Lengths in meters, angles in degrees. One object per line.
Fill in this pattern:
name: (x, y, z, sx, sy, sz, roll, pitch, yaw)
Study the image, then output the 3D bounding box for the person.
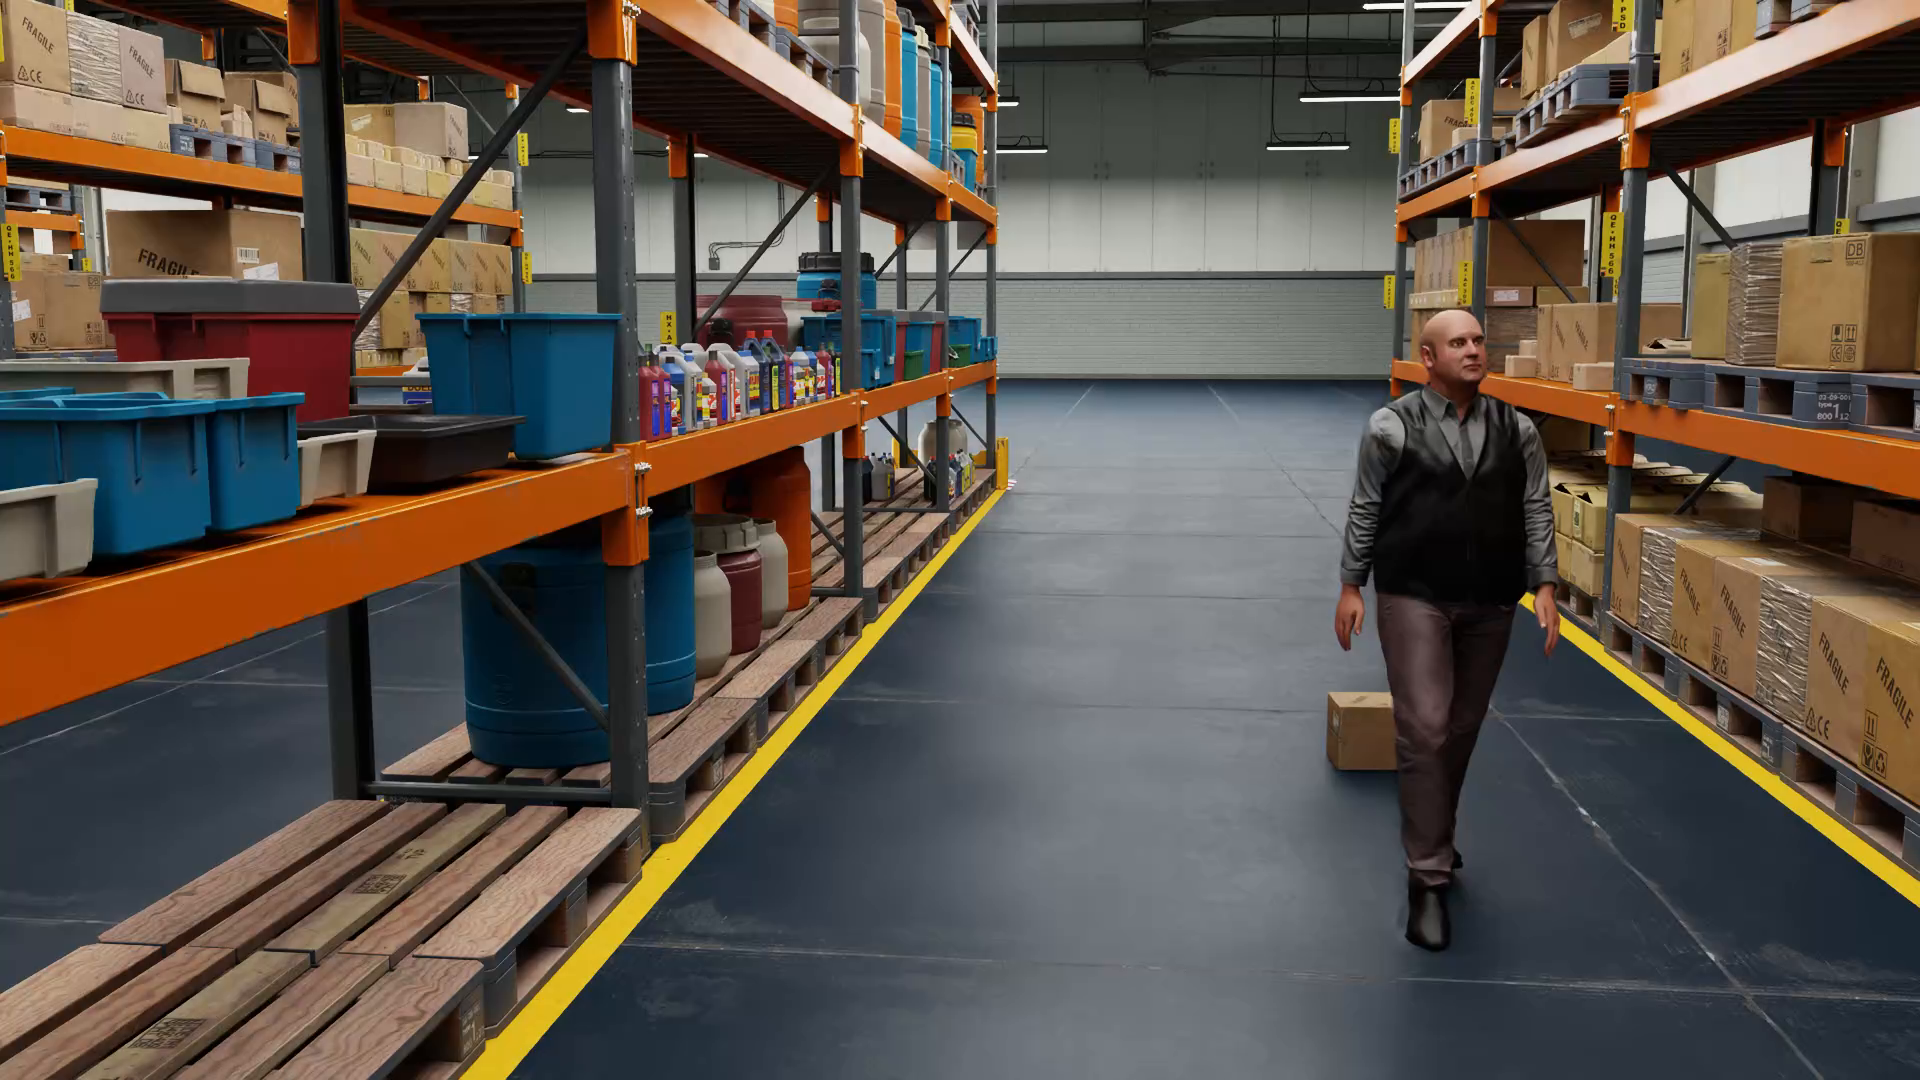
person: (1.433, 0.215, 4.808, 0.580, 1.747, 0.803, -1, 8, -6)
